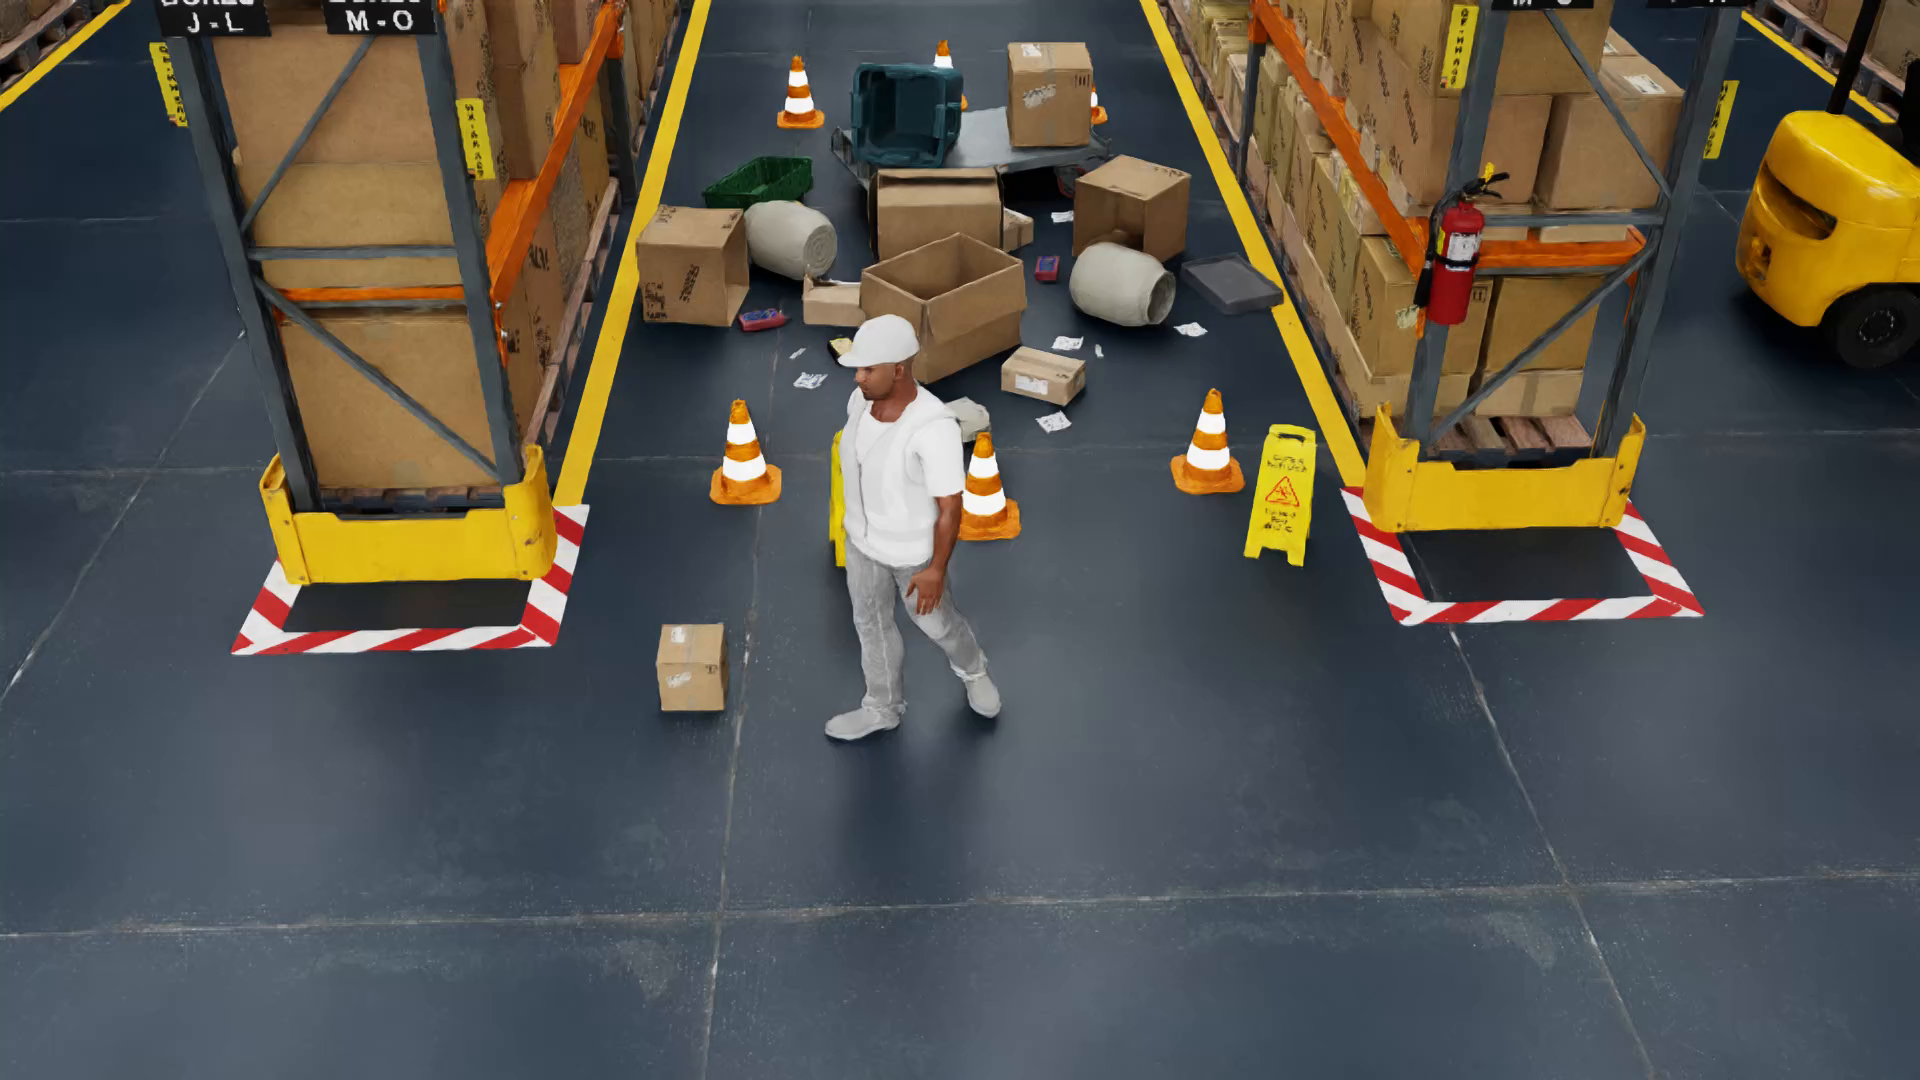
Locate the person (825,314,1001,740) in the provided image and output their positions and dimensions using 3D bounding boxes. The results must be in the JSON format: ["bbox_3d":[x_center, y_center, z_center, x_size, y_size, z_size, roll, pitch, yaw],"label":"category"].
[{"bbox_3d":[-0.215,-0.039,6.184,0.671,1.758,0.683,30,45,35],"label":"person"}]
